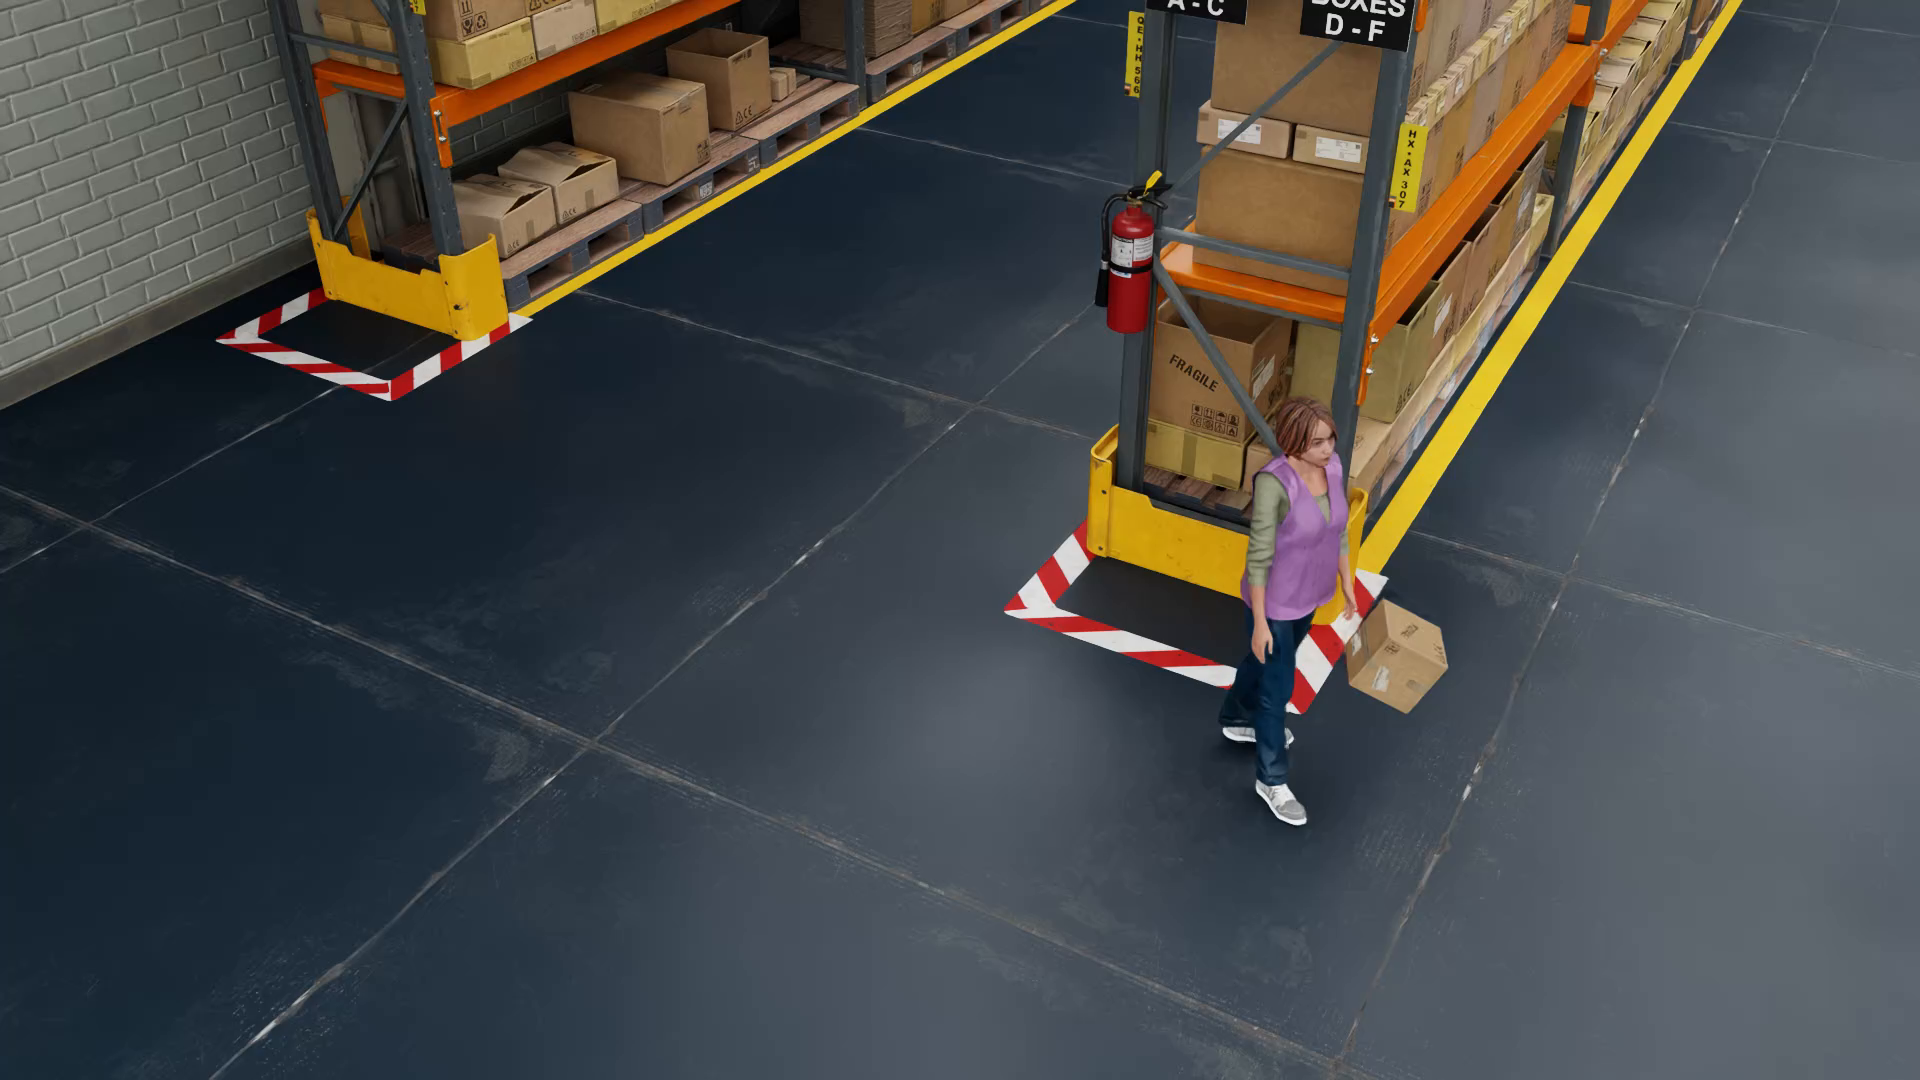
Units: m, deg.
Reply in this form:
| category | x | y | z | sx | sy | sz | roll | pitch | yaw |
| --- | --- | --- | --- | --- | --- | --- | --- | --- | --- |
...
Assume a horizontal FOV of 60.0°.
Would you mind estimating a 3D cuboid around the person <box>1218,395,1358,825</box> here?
| category | x | y | z | sx | sy | sz | roll | pitch | yaw |
| --- | --- | --- | --- | --- | --- | --- | --- | --- | --- |
| person | 1.160 | 0.224 | 5.817 | 0.510 | 1.595 | 0.550 | -28 | 43 | -34 |
